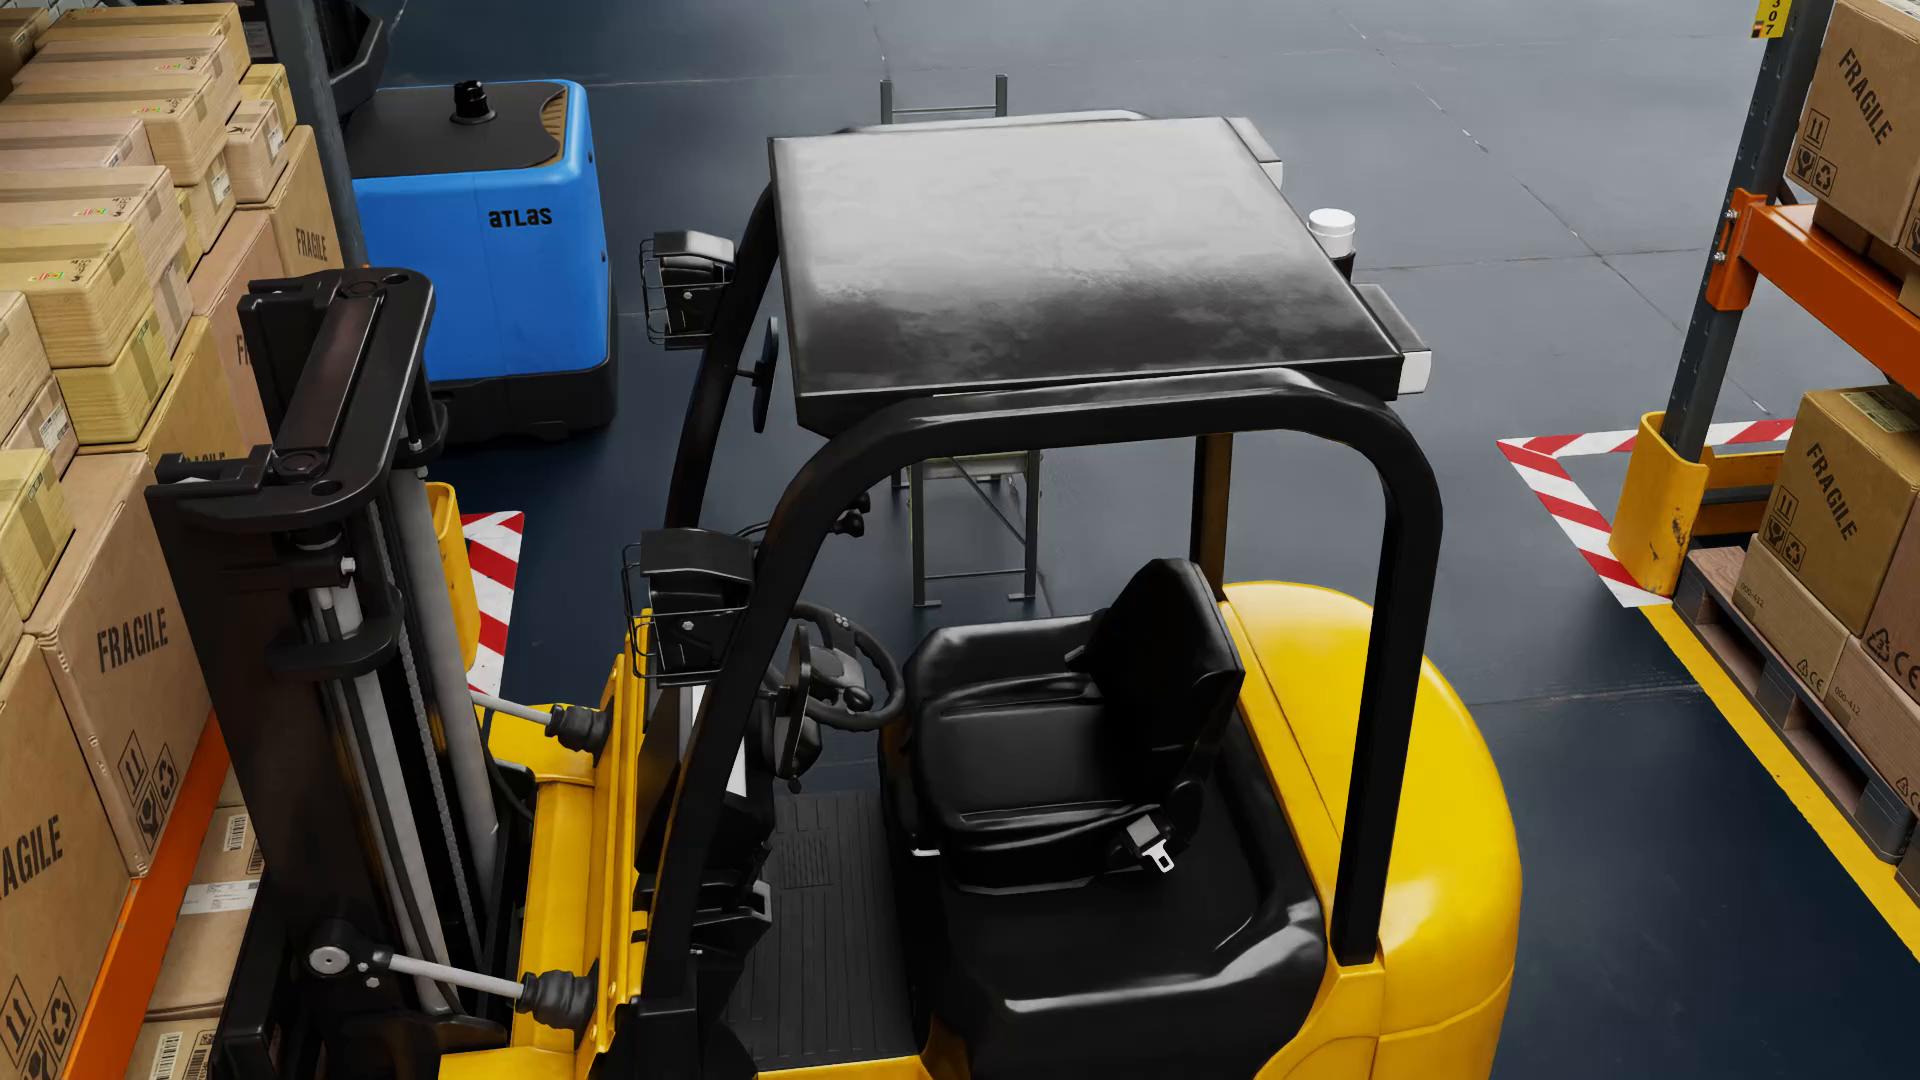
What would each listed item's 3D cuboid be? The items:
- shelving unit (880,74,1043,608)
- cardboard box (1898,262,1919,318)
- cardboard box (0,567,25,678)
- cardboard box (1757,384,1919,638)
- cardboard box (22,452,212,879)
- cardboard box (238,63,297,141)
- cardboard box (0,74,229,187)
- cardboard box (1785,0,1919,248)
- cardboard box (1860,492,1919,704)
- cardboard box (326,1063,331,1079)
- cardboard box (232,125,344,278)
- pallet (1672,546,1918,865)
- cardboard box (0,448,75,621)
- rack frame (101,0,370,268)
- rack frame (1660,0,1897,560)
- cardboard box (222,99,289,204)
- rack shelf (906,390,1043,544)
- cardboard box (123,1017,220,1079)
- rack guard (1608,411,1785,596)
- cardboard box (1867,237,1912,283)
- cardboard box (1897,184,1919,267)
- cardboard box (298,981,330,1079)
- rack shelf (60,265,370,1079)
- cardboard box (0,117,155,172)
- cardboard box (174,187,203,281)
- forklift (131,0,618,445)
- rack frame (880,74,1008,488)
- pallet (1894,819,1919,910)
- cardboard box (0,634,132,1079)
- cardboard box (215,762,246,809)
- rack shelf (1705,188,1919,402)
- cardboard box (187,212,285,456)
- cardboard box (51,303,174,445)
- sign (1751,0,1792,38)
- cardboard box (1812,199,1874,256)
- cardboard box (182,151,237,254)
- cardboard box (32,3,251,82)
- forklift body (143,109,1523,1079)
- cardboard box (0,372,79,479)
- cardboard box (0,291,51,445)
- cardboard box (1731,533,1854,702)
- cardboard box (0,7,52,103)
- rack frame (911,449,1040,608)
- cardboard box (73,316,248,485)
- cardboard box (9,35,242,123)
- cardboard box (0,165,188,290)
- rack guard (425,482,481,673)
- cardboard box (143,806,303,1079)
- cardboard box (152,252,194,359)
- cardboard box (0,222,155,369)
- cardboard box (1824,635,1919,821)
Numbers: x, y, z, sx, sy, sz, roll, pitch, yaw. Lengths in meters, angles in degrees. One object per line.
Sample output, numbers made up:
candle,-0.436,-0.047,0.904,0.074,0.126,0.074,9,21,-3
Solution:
shelving unit,-0.001,-0.623,5.333,0.431,1.500,0.755,-4,35,-6
cardboard box,2.656,-0.631,4.235,0.380,0.149,0.250,-5,35,-8
cardboard box,-1.494,0.153,2.198,0.380,0.149,0.250,-5,35,-8
cardboard box,2.650,-0.097,4.631,0.500,0.500,0.500,-5,35,-8
cardboard box,-1.571,0.213,2.685,0.500,0.500,0.500,-4,34,-6
cardboard box,-1.782,-0.993,3.879,0.380,0.149,0.250,-4,34,-6
cardboard box,-1.723,-0.825,3.368,0.380,0.149,0.250,-4,34,-5
cardboard box,2.601,-1.113,4.366,0.500,0.500,0.500,-5,35,-7
cardboard box,2.725,0.195,4.204,0.500,0.500,0.500,-6,35,-8
cardboard box,-1.522,1.191,3.407,0.500,0.250,0.500,-3,34,-5
cardboard box,-1.780,-0.643,3.940,0.500,0.500,0.500,-5,35,-7
pallet,2.896,0.417,4.951,1.003,0.211,1.213,-4,35,-6
cardboard box,-1.539,0.005,2.415,0.380,0.149,0.250,-5,35,-7
rack frame,-2.106,-0.856,4.342,1.000,3.000,0.127,-4,35,-6
rack frame,2.812,-1.234,4.897,1.000,3.000,0.127,-4,35,-6
cardboard box,-1.718,-0.853,3.673,0.380,0.149,0.250,-4,34,-6
rack shelf,-0.001,-0.354,5.517,0.431,0.370,0.720,-4,35,-6
cardboard box,-1.459,1.069,2.698,0.500,0.250,0.500,-3,34,-5
rack guard,2.822,-0.159,5.539,1.175,0.500,0.348,-4,35,-6
cardboard box,2.701,-0.785,4.461,0.380,0.149,0.250,-4,34,-6
cardboard box,2.674,-0.824,3.943,0.500,0.500,0.500,-3,34,-5
cardboard box,-1.520,0.995,3.251,0.500,0.250,0.500,-4,35,-7
rack shelf,-1.837,0.557,2.907,1.077,0.370,4.000,-4,35,-6
cardboard box,-1.763,-0.681,3.156,0.380,0.149,0.250,-4,34,-6
cardboard box,-1.722,-0.564,3.249,0.380,0.149,0.250,-5,35,-7
forklift,-2.870,-1.733,5.691,3.031,2.935,1.130,-5,35,-8
rack frame,-0.050,-0.828,5.633,0.400,1.500,0.023,-4,35,-6
pallet,3.057,1.096,3.954,1.003,0.211,1.213,-4,35,-6
cardboard box,-1.525,0.496,2.270,0.500,0.500,0.500,-5,35,-7
cardboard box,-1.583,0.492,3.545,0.500,0.250,0.500,-4,34,-6
rack shelf,3.081,0.179,3.462,1.077,0.370,4.000,-4,35,-6
cardboard box,-1.719,-0.352,3.515,0.500,0.500,0.500,-3,34,-5
cardboard box,-1.585,-0.279,2.831,0.380,0.149,0.250,-4,34,-6
sign,2.274,-1.551,4.593,0.100,0.325,0.005,-4,35,-6
cardboard box,2.653,-0.925,4.667,0.380,0.149,0.250,-4,35,-6
cardboard box,-1.744,-0.703,3.454,0.380,0.149,0.250,-4,34,-5
cardboard box,-1.849,-1.104,3.778,0.380,0.149,0.250,-4,35,-6
forklift body,-0.043,0.415,3.231,2.313,2.155,1.214,-4,35,-6
cardboard box,-1.641,-0.133,2.617,0.380,0.149,0.250,-5,35,-7
cardboard box,-1.637,-0.249,2.523,0.380,0.149,0.250,-4,34,-6
cardboard box,2.646,0.200,4.862,0.500,0.250,0.500,-5,35,-7
cardboard box,-2.273,-1.085,3.749,0.380,0.149,0.250,-5,35,-7
rack frame,0.048,-0.419,5.033,0.400,1.500,0.023,-4,35,-6
cardboard box,-1.650,-0.066,3.095,0.500,0.500,0.500,-5,35,-7
cardboard box,-1.785,-0.969,3.579,0.380,0.149,0.250,-4,35,-6
cardboard box,-1.618,-0.544,2.955,0.380,0.149,0.250,-4,34,-5
rack guard,-2.109,0.164,5.066,1.175,0.500,0.348,-4,35,-6
cardboard box,-1.522,0.776,3.129,0.500,0.250,0.500,-5,35,-7
cardboard box,-1.639,-0.419,3.036,0.380,0.149,0.250,-5,35,-8
cardboard box,-1.578,-0.400,2.744,0.380,0.149,0.250,-4,34,-5
cardboard box,2.708,0.485,4.443,0.500,0.250,0.500,-3,34,-5
